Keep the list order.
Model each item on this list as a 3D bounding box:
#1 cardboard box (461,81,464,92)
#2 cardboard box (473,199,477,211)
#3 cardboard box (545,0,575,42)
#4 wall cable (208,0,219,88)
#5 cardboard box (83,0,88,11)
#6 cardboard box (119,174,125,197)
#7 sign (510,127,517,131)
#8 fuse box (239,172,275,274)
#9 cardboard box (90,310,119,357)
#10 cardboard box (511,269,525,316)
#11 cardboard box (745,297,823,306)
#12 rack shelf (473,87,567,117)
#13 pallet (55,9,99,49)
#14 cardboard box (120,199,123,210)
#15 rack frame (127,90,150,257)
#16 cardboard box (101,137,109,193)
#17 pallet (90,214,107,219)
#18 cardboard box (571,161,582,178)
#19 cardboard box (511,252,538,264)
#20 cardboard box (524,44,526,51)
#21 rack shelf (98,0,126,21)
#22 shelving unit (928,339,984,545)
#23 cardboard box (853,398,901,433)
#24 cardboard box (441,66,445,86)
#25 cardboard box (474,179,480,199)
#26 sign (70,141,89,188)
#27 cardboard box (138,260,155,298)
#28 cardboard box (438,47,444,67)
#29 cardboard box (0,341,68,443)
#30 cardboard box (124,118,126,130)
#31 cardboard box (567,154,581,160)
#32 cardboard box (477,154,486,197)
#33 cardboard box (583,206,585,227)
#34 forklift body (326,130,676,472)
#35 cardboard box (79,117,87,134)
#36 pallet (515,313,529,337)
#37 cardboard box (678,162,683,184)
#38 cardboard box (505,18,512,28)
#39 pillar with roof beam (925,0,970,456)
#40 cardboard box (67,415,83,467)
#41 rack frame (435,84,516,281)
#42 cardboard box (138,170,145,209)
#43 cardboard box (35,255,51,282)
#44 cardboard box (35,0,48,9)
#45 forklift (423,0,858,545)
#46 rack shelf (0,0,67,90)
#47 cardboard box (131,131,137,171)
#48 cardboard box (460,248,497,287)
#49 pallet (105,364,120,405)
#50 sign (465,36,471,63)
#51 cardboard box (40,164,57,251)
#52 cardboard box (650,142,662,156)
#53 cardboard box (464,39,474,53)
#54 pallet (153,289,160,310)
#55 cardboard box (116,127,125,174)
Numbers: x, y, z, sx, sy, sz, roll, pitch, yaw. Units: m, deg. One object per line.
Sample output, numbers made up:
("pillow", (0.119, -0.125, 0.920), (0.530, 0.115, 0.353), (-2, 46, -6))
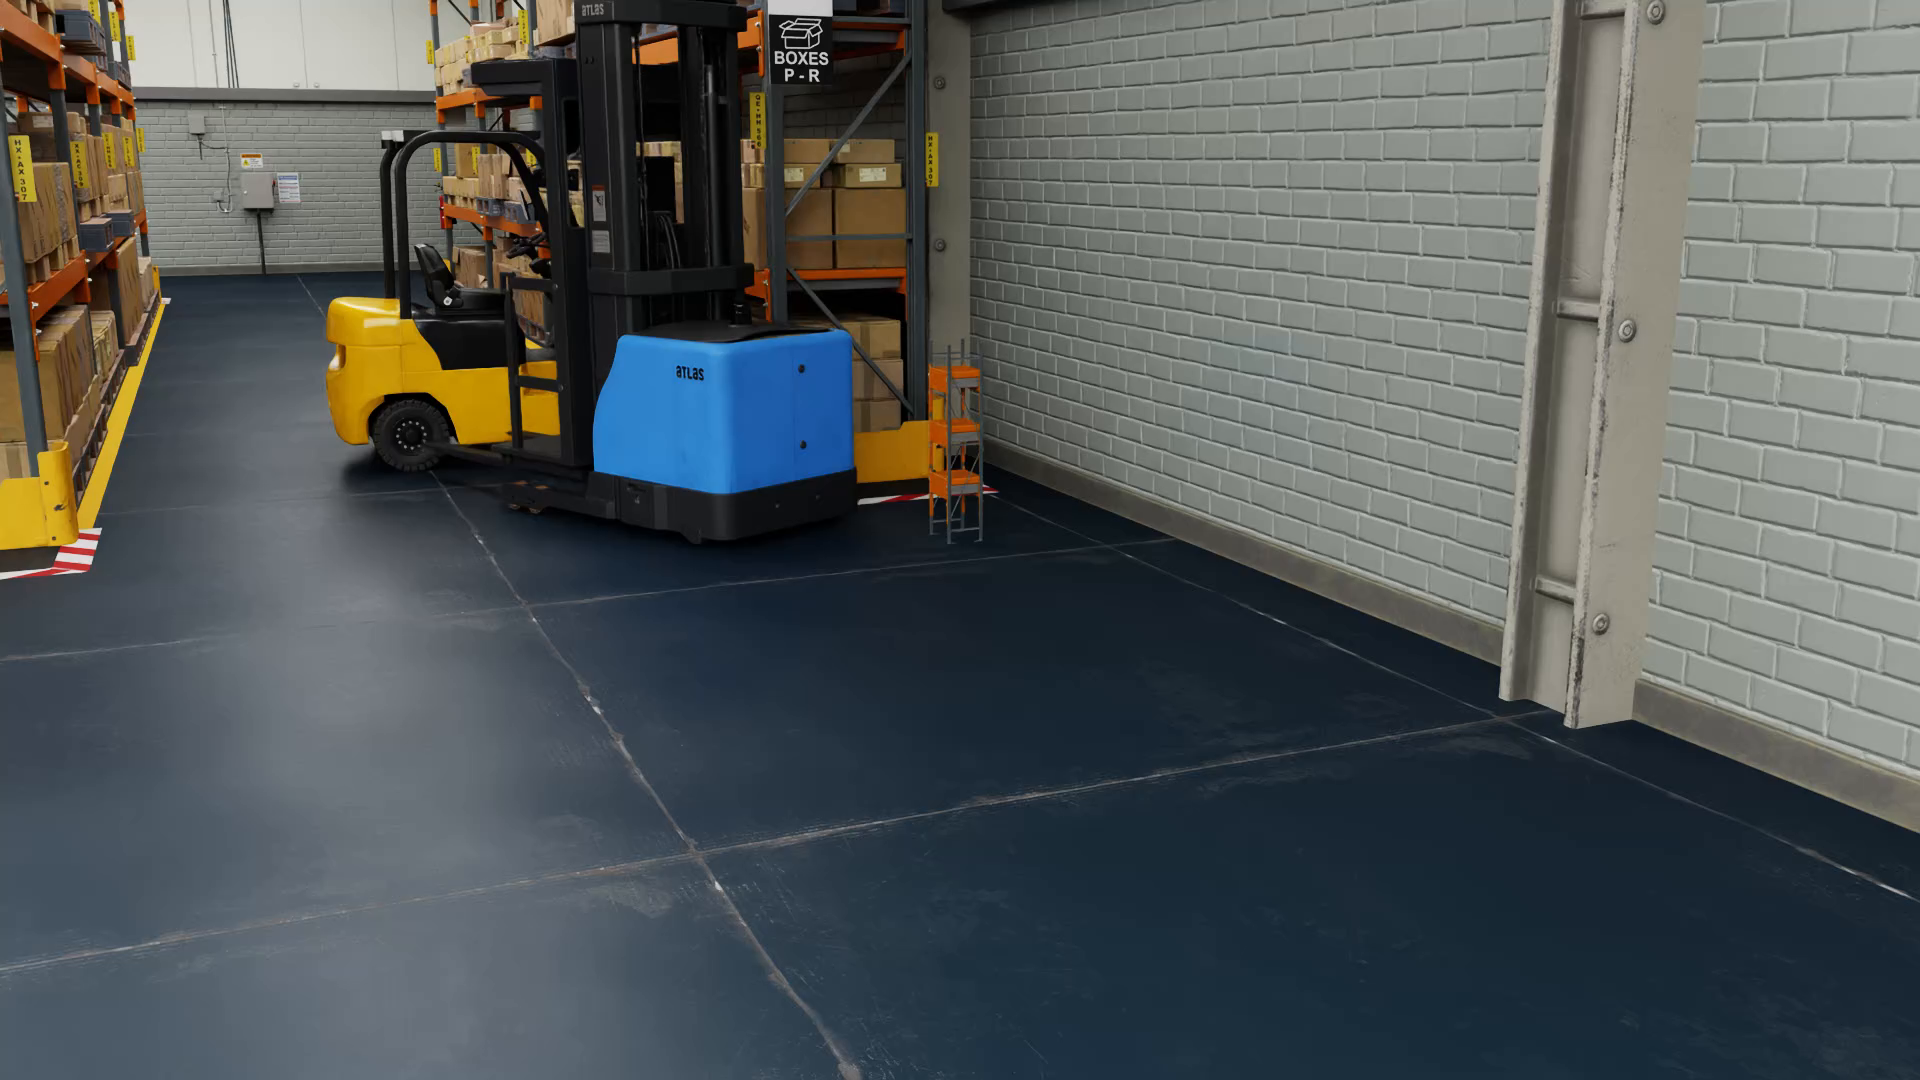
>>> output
("cardboard box", (-6.391, -5.988, 21.994), (0.380, 0.149, 0.250), (-5, 14, -22))
("cardboard box", (-6.110, -4.358, 21.602), (0.380, 0.149, 0.250), (-5, 14, -22))
("cardboard box", (-3.537, -5.004, 15.809), (0.700, 0.500, 0.500), (-6, 14, -24))
("wall cable", (-13.495, -8.851, 27.154), (2.355, 3.000, 0.029), (-6, 14, -23))
("cardboard box", (-6.913, -4.086, 12.621), (0.500, 0.250, 0.500), (-6, 14, -24))
("cardboard box", (-9.227, -3.777, 17.759), (0.500, 0.250, 0.500), (-5, 14, -22))
("sign", (-6.586, -5.924, 24.544), (0.100, 0.325, 0.005), (-6, 14, -23))
("fuse box", (-11.946, -5.406, 28.431), (0.539, 1.711, 0.414), (-6, 14, -23))
("cardboard box", (-8.227, -1.865, 15.171), (0.950, 0.372, 0.625), (-7, 15, -27))
("cardboard box", (-4.892, -2.880, 19.272), (0.500, 0.500, 0.500), (-6, 14, -25))
("cardboard box", (-1.305, -1.636, 12.237), (0.500, 0.250, 0.500), (-6, 14, -24))
("rack shelf", (-4.699, -5.031, 18.899), (1.077, 0.370, 4.000), (-6, 14, -23))
("pallet", (-6.992, -3.739, 12.135), (1.213, 0.211, 1.003), (-6, 14, -23))
("cardboard box", (-9.248, -3.530, 17.803), (0.500, 0.250, 0.500), (-6, 14, -24))
("rack frame", (-11.649, -4.711, 22.571), (1.000, 3.000, 0.127), (-6, 14, -23))
("cardboard box", (-8.008, -3.387, 15.041), (0.500, 0.500, 0.500), (-6, 14, -25))
("pallet", (-7.614, -2.559, 13.701), (1.003, 0.211, 1.213), (-6, 14, -23))
("cardboard box", (-3.352, -3.405, 15.269), (0.380, 0.149, 0.250), (-6, 14, -24))
("cardboard box", (-5.183, -3.381, 19.998), (0.380, 0.149, 0.250), (-6, 14, -24))
("cardboard box", (-4.428, -5.253, 17.710), (0.380, 0.149, 0.250), (-5, 14, -22))
("rack shelf", (-10.848, -6.675, 20.236), (1.077, 0.370, 4.000), (-6, 14, -23))
("shelving unit", (-0.021, -0.523, 8.799), (0.215, 1.050, 0.252), (-6, 14, -23))
("cardboard box", (-0.711, -0.838, 11.007), (0.500, 0.250, 0.500), (-6, 14, -23))
("cardboard box", (-6.953, -6.474, 23.209), (0.500, 0.250, 0.500), (-5, 14, -22))
("cardboard box", (-5.928, -4.489, 21.284), (0.500, 0.250, 0.500), (-5, 14, -22))
("sign", (-6.348, -2.704, 11.980), (0.100, 0.325, 0.005), (-6, 14, -23))
("cardboard box", (-10.919, -3.351, 21.449), (0.875, 0.438, 0.875), (-5, 14, -21))
("cardboard box", (-6.968, -6.716, 23.145), (0.500, 0.250, 0.500), (-6, 14, -23))
("cardboard box", (-5.320, -0.832, 9.316), (0.500, 0.500, 0.500), (-6, 14, -25))
("cardboard box", (-10.528, -5.141, 20.554), (0.380, 0.149, 0.250), (-6, 14, -23))
("cardboard box", (-3.961, -3.881, 17.832), (0.500, 0.500, 0.500), (-5, 14, -20))
("cardboard box", (-5.511, -4.467, 20.364), (0.700, 0.500, 0.500), (-5, 14, -22))
("cardboard box", (-3.114, -2.897, 15.066), (0.500, 0.250, 0.500), (-6, 14, -23))
("forklift body", (-3.124, -1.668, 11.306), (2.313, 2.155, 1.214), (-6, 14, -23))
("cardboard box", (-7.531, -3.460, 13.915), (0.380, 0.149, 0.250), (-6, 14, -26))
("pallet", (-4.647, -2.558, 19.454), (1.003, 0.211, 1.213), (-6, 14, -23))
("cardboard box", (-1.808, -2.635, 11.940), (0.380, 0.149, 0.250), (-6, 14, -24))
("cardboard box", (-5.315, -6.215, 20.246), (0.396, 0.266, 0.258), (-6, 14, -24))
("pillar with roof beam", (-4.091, -4.613, 8.846), (9.100, 9.000, 0.400), (-6, 14, -23))
("cardboard box", (-5.507, -0.568, 9.838), (0.500, 0.250, 0.500), (-5, 14, -21))
("rack frame", (-7.102, -5.160, 24.512), (1.000, 3.000, 0.127), (-6, 14, -23))
("cardboard box", (-11.213, -4.684, 22.233), (0.500, 0.500, 0.500), (-6, 14, -23))
("cardboard box", (-5.392, -1.541, 9.434), (0.380, 0.149, 0.250), (-5, 14, -22))
("cardboard box", (-6.215, -3.594, 10.765), (0.500, 0.250, 0.500), (-6, 14, -24))
("forklift", (-2.021, -1.655, 9.522), (3.031, 2.935, 1.130), (11, 17, 39))
("rack shelf", (-6.041, -2.929, 9.817), (1.077, 0.370, 4.000), (-6, 14, -23))
("cardboard box", (-10.806, -4.961, 21.212), (0.500, 0.500, 0.500), (-6, 14, -23))
("cardboard box", (-6.638, -3.832, 23.385), (0.700, 0.500, 0.500), (-5, 14, -21))
("pallet", (-7.648, -1.286, 13.959), (1.003, 0.211, 1.213), (-6, 14, -23))
("sign", (-5.994, -5.996, 20.326), (0.100, 0.325, 0.005), (-6, 14, -23))
("cardboard box", (-5.591, -1.934, 9.691), (0.500, 0.500, 0.500), (-6, 14, -24))
("cardboard box", (-2.133, -2.937, 12.589), (0.380, 0.149, 0.250), (-5, 14, -22))
("cardboard box", (-5.782, -5.969, 20.101), (0.380, 0.149, 0.250), (-5, 14, -21))
("pallet", (-11.257, -3.194, 22.203), (1.003, 0.211, 1.213), (-6, 14, -23))
("cardboard box", (-9.424, -4.244, 18.117), (0.500, 0.500, 0.500), (-5, 14, -22))
